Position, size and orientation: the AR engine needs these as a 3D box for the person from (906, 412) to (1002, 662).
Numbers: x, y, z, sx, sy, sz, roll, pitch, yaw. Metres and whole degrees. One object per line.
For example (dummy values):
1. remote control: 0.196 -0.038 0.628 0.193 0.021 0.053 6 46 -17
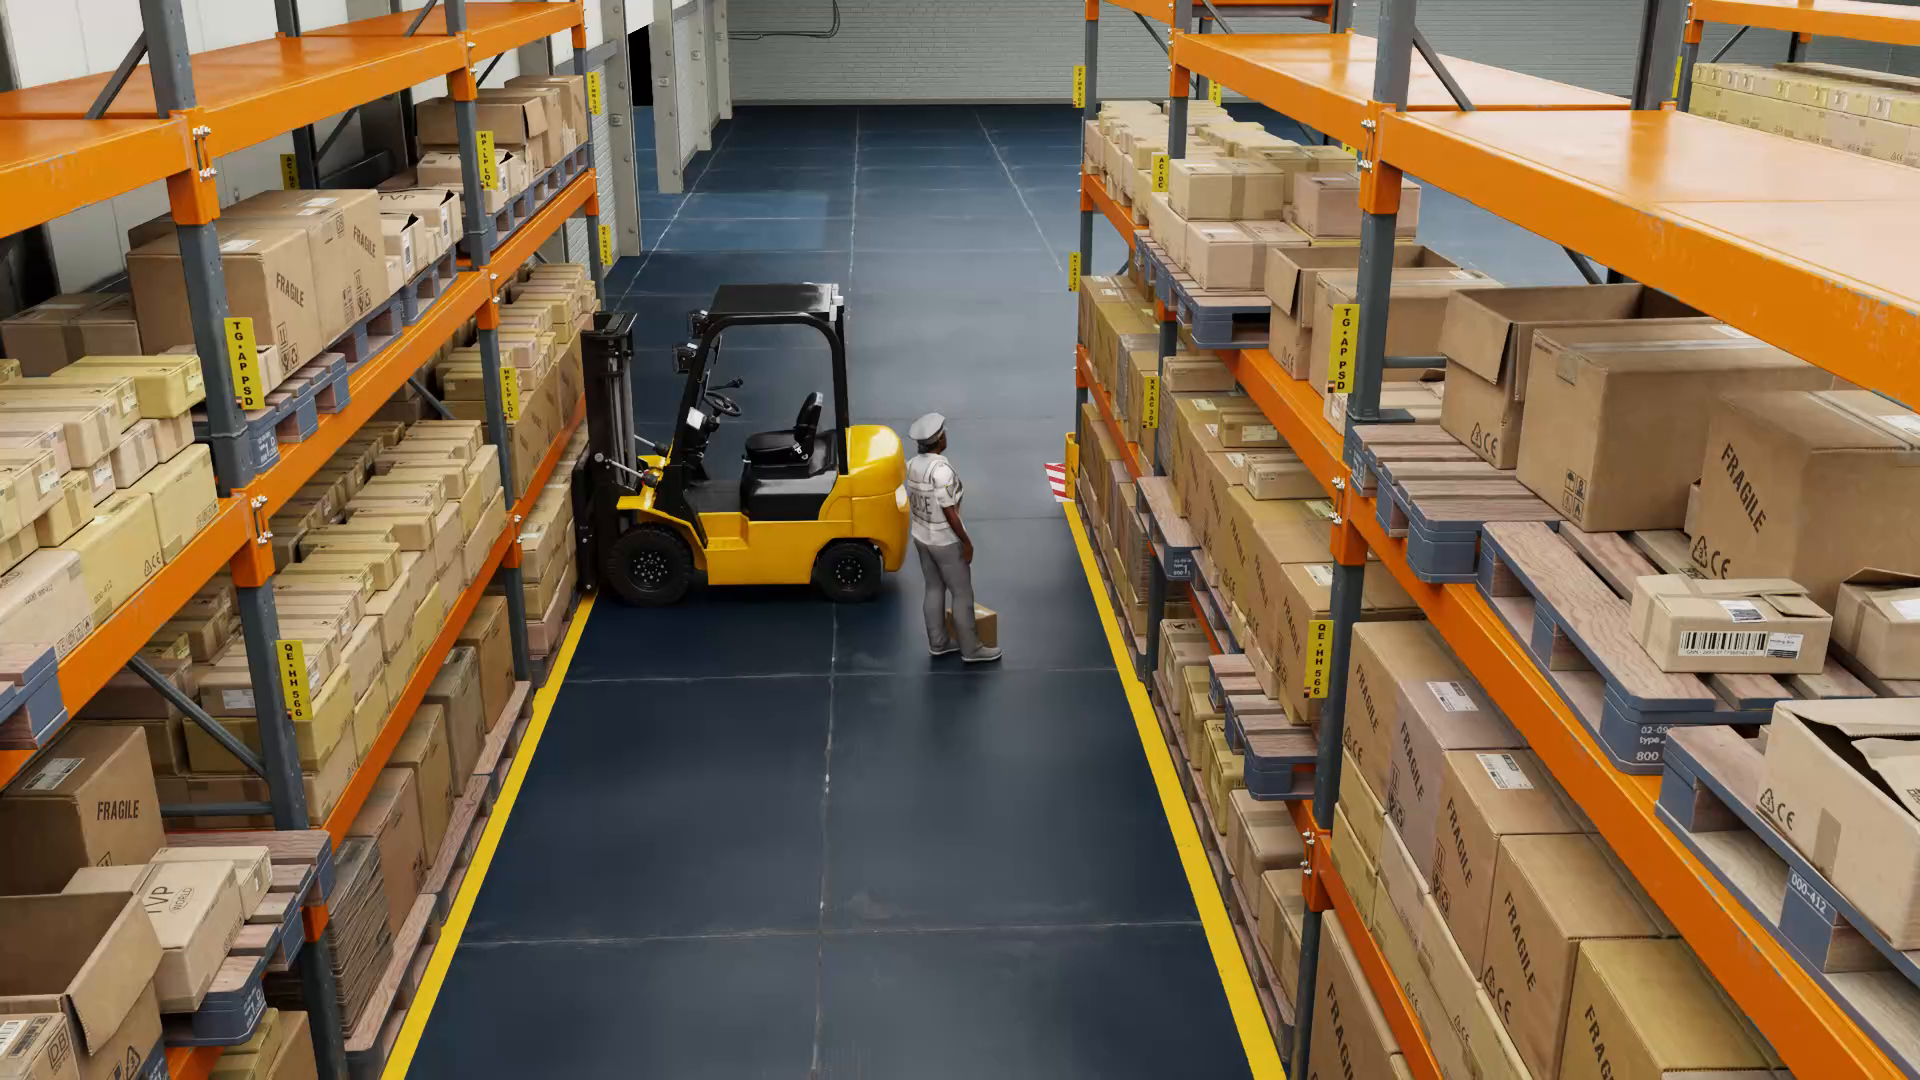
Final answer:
1. person: -0.067 -0.023 11.065 0.529 1.695 0.569 -14 25 -33
